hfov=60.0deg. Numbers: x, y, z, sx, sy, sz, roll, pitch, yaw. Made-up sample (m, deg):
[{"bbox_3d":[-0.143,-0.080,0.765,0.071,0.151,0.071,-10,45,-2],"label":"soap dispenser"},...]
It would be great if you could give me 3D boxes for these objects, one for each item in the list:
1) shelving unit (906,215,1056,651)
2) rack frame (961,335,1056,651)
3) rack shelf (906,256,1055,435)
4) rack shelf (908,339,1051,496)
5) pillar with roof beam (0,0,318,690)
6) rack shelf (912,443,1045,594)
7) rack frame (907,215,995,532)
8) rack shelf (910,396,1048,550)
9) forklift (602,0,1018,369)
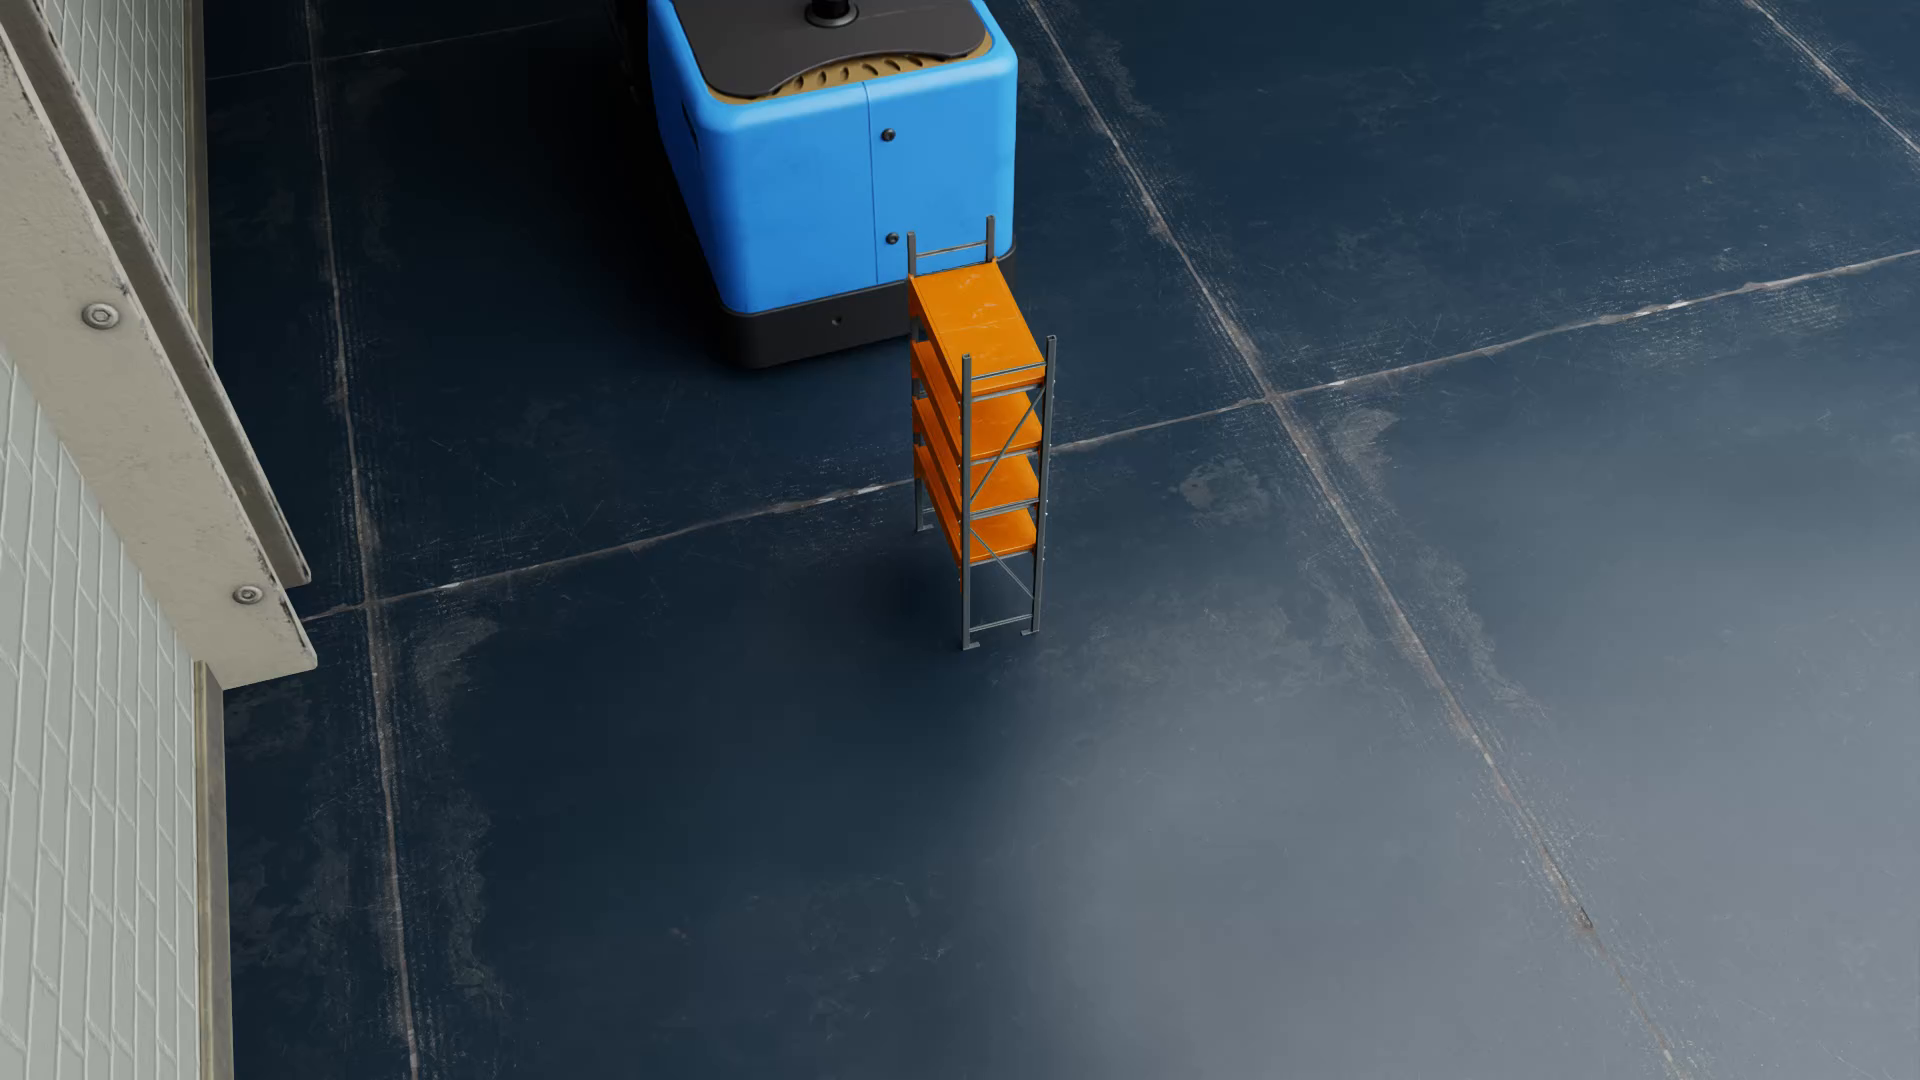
[{"bbox_3d":[0.049,-0.266,4.689,0.258,1.200,0.503,-13,51,-11],"label":"shelving unit"},{"bbox_3d":[0.121,-0.088,4.539,0.240,1.200,0.015,-13,51,-11],"label":"rack frame"},{"bbox_3d":[0.049,-0.519,4.389,0.258,0.148,0.480,-13,51,-11],"label":"rack shelf"},{"bbox_3d":[0.049,-0.367,4.570,0.258,0.148,0.480,-13,51,-11],"label":"rack shelf"},{"bbox_3d":[2.001,-3.605,2.403,9.100,9.000,0.400,-13,51,-11],"label":"pillar with roof beam"},{"bbox_3d":[0.049,-0.094,4.893,0.258,0.148,0.480,-13,51,-11],"label":"rack shelf"},{"bbox_3d":[-0.023,-0.444,4.840,0.240,1.200,0.015,-13,51,-11],"label":"rack frame"},{"bbox_3d":[0.049,-0.222,4.741,0.258,0.148,0.480,-13,51,-11],"label":"rack shelf"},{"bbox_3d":[-0.764,-2.682,5.594,1.130,2.935,3.031,-15,51,-12],"label":"forklift"}]
